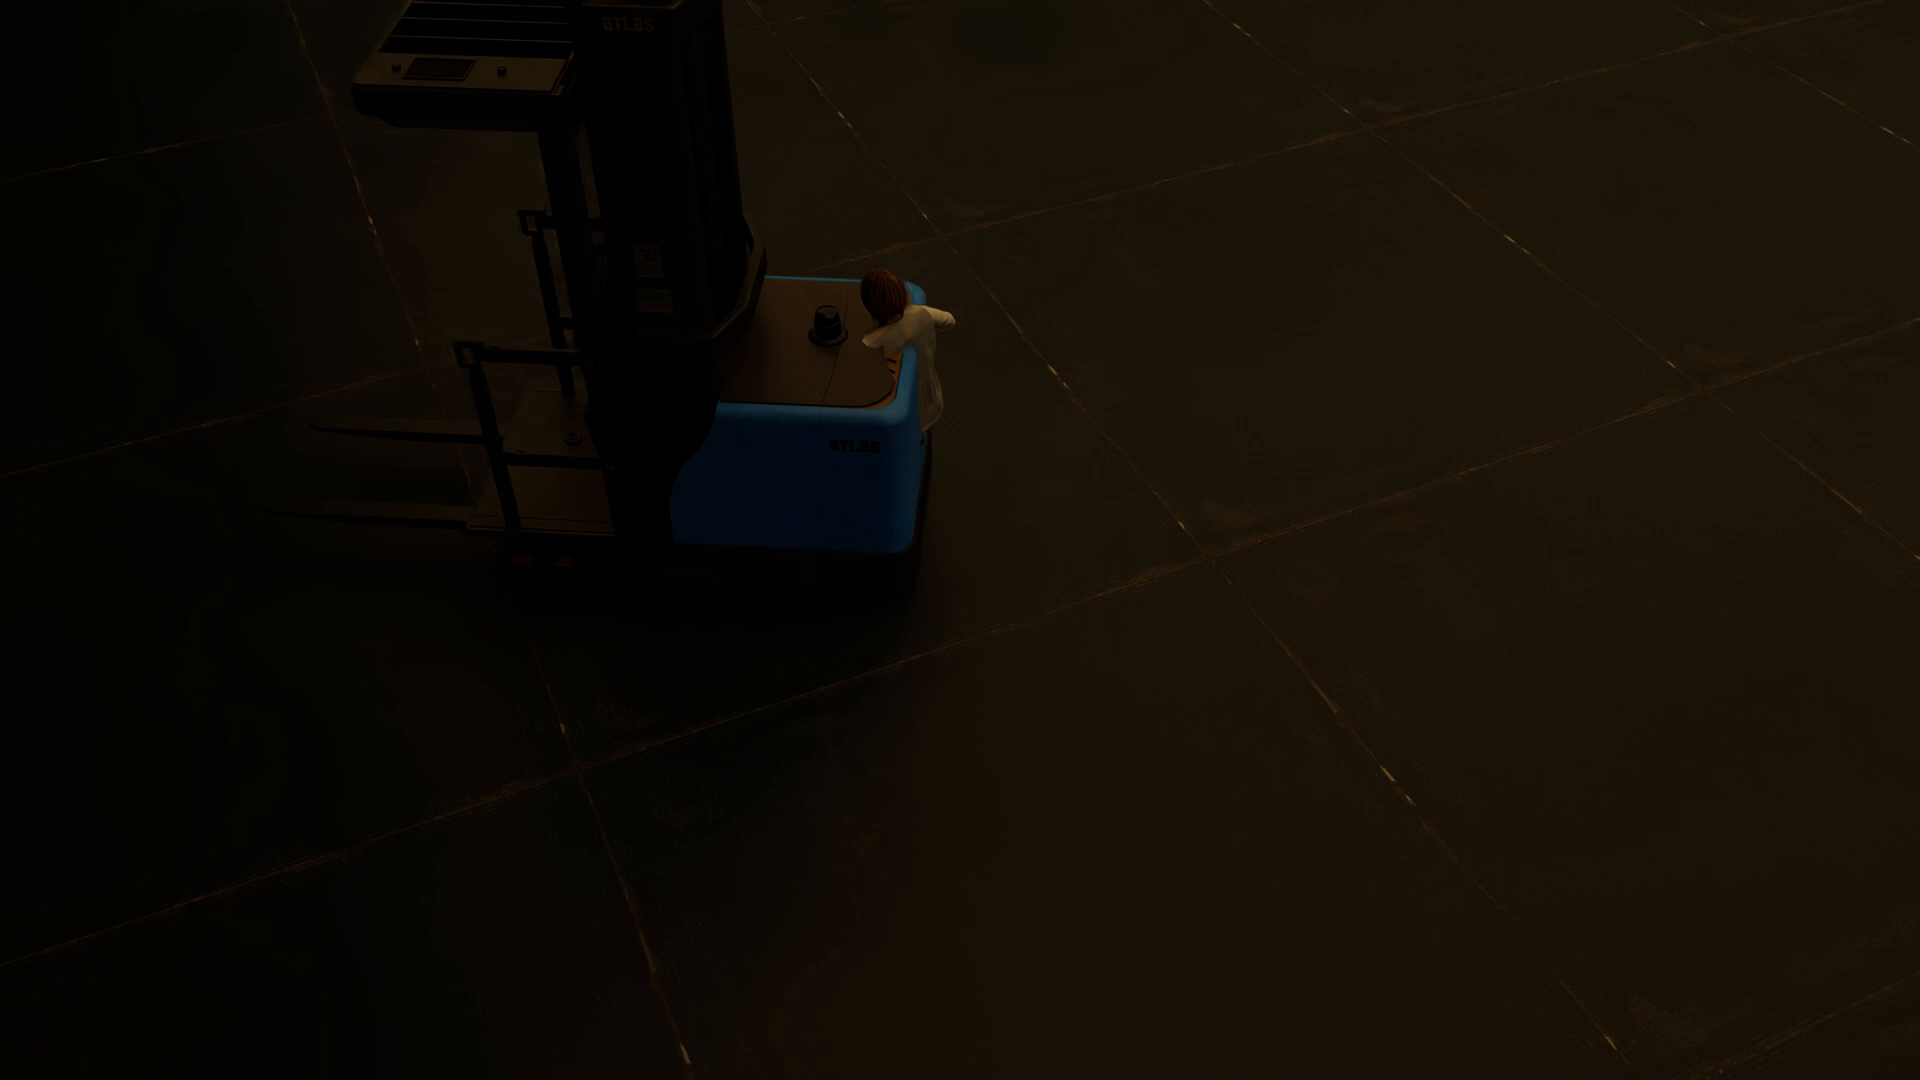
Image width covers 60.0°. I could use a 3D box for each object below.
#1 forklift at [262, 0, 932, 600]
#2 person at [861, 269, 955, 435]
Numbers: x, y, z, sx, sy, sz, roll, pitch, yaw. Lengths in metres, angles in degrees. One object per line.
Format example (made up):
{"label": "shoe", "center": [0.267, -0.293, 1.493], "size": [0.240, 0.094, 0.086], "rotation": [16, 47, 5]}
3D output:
{"label": "forklift", "center": [-1.680, -1.201, 6.967], "size": [3.031, 2.935, 1.130], "rotation": [3, 43, 3]}
{"label": "person", "center": [-0.411, -0.708, 7.617], "size": [0.692, 1.419, 0.688], "rotation": [31, 51, 29]}
